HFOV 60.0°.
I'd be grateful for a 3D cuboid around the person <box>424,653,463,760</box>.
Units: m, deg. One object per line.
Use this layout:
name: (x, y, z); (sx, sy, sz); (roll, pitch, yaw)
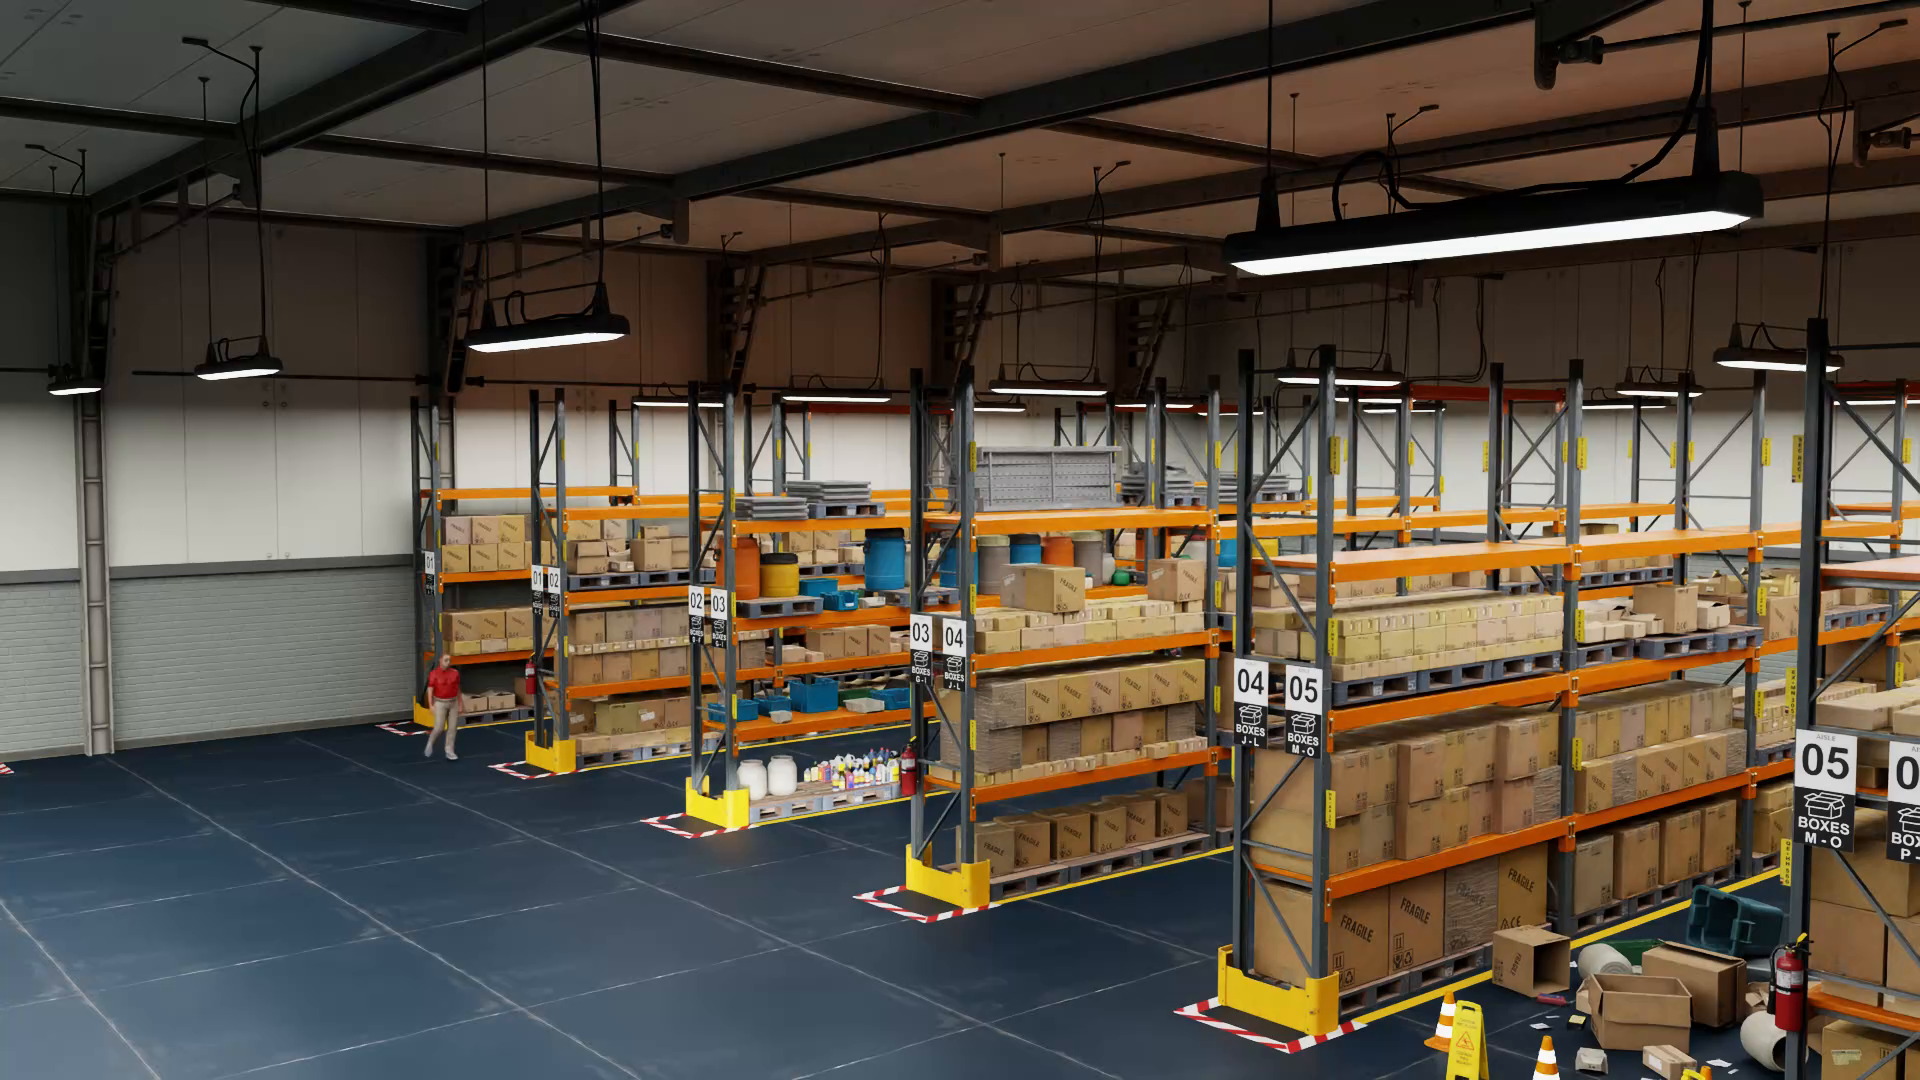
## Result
person: (-8.384, 2.691, 27.013); (0.550, 1.718, 0.556); (-3, 5, -44)
